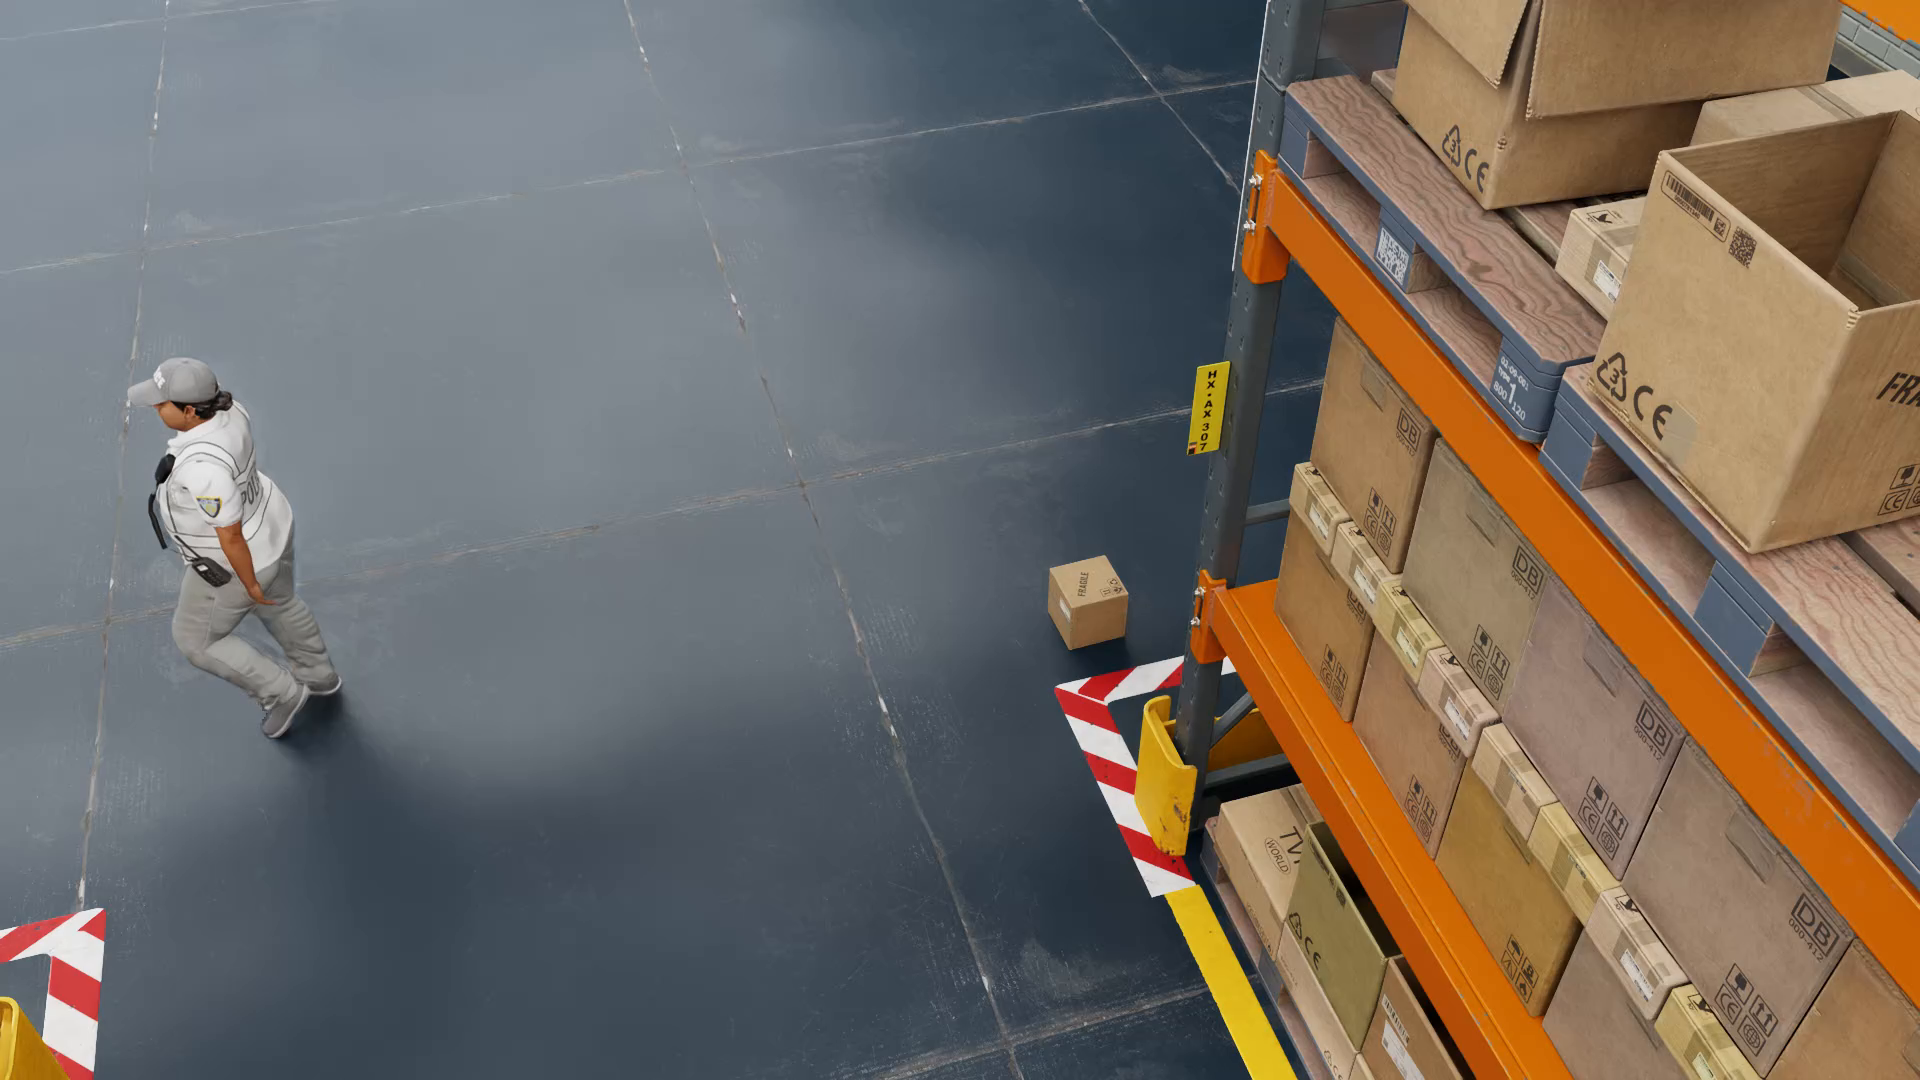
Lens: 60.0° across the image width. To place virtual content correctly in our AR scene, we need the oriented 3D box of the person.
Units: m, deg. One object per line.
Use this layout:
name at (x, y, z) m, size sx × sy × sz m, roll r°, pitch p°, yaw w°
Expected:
person at (-2.684, 0.043, 6.104) m, size 0.468 × 1.694 × 0.477 m, roll -3°, pitch 43°, yaw -3°
